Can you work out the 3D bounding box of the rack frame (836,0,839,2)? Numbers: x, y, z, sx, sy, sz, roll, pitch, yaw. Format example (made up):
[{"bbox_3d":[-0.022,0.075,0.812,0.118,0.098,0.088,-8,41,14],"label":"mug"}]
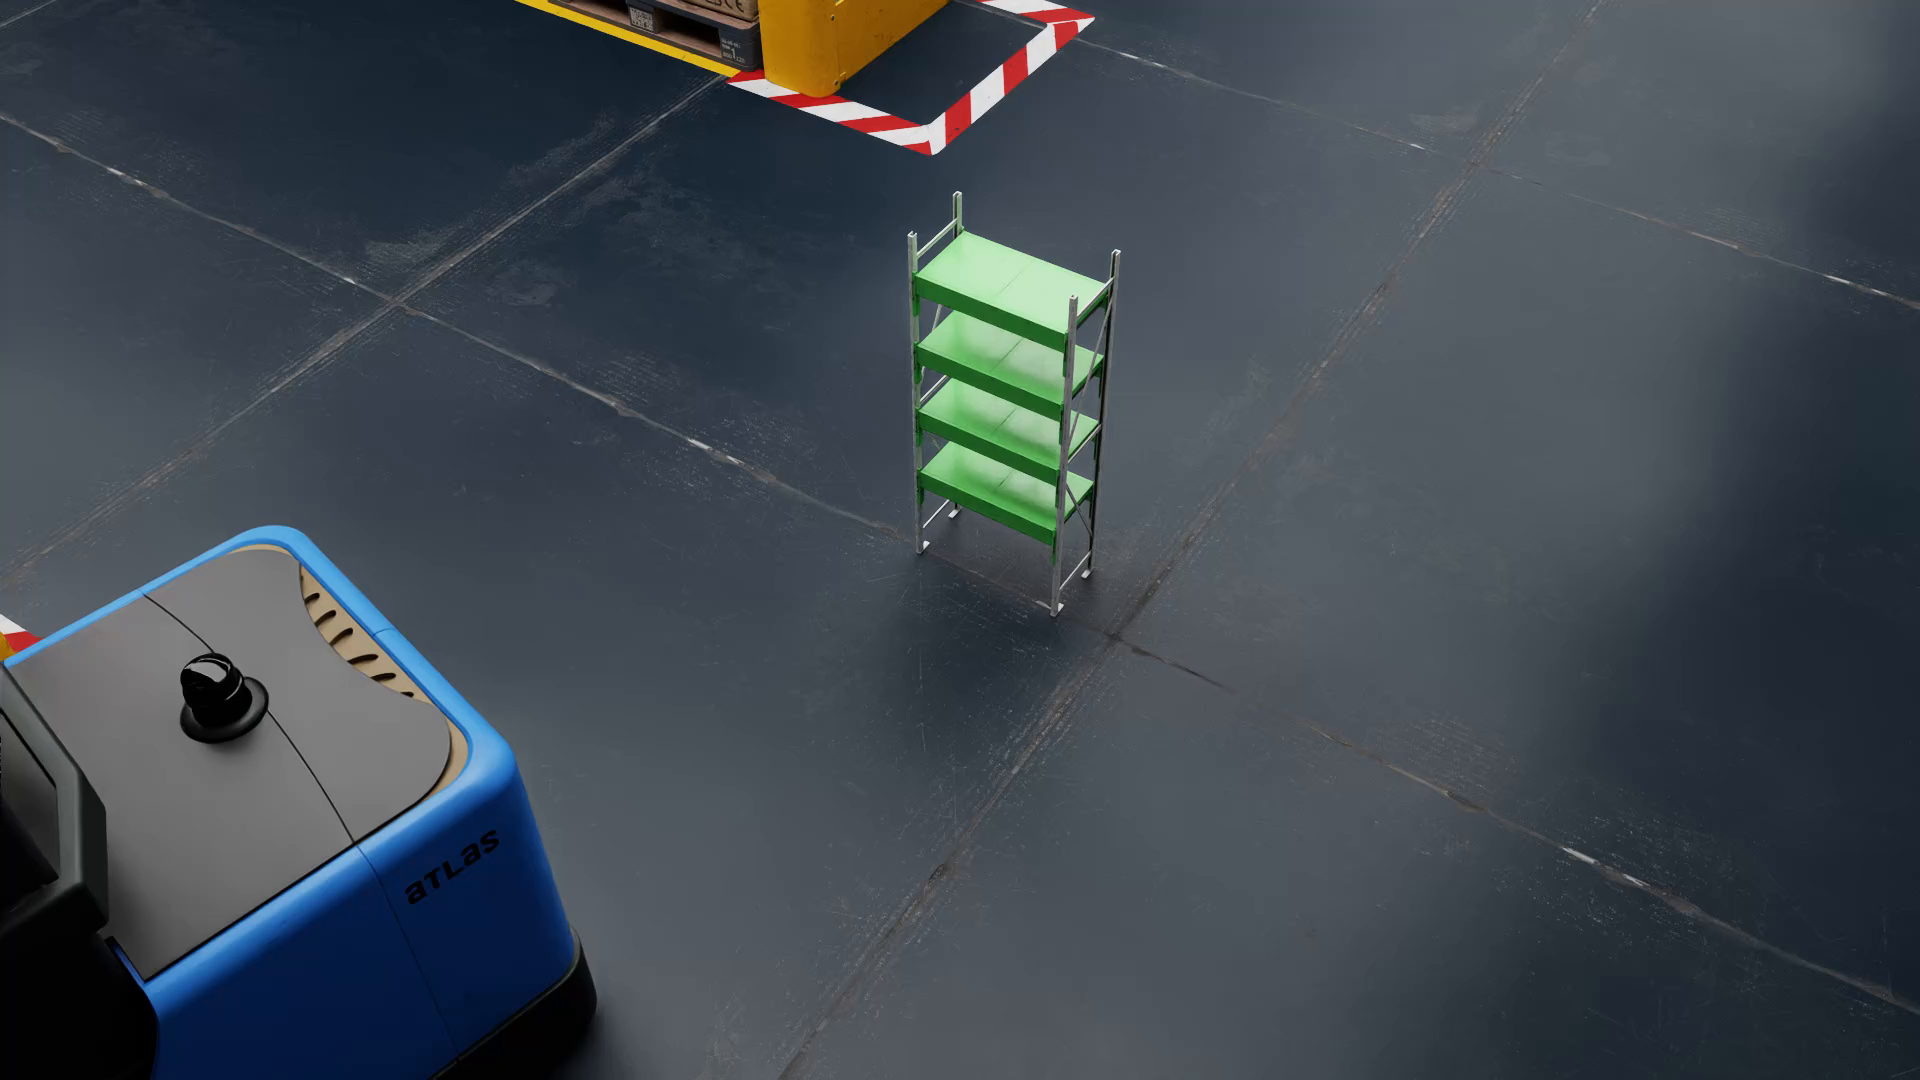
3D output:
[{"bbox_3d":[-0.430,-3.337,6.401,0.127,3.000,1.000,25,51,22],"label":"rack frame"}]

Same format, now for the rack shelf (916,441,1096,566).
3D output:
[{"bbox_3d":[0.139,-0.142,4.975,0.480,0.148,0.258,25,51,22],"label":"rack shelf"}]

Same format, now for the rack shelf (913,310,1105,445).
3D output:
[{"bbox_3d":[0.139,-0.477,4.631,0.480,0.148,0.258,25,51,22],"label":"rack shelf"}]

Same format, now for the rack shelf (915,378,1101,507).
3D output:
[{"bbox_3d":[0.139,-0.310,4.803,0.480,0.148,0.258,25,51,22],"label":"rack shelf"}]

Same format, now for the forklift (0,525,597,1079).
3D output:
[{"bbox_3d":[-2.293,0.650,2.575,3.031,2.935,1.130,-35,55,-29],"label":"forklift"}]

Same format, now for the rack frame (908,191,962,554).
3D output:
[{"bbox_3d":[-0.066,-0.449,4.849,0.015,1.200,0.240,25,51,22],"label":"rack frame"}]

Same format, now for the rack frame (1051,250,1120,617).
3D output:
[{"bbox_3d":[0.345,-0.260,4.666,0.015,1.200,0.240,25,51,22],"label":"rack frame"}]

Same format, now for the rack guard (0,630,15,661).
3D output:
[{"bbox_3d":[-3.171,0.503,4.413,0.348,0.500,1.175,25,51,22],"label":"rack guard"}]

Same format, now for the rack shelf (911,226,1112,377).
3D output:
[{"bbox_3d":[0.139,-0.644,4.459,0.480,0.148,0.258,25,51,22],"label":"rack shelf"}]

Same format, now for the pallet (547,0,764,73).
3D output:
[{"bbox_3d":[-1.146,-2.627,7.656,1.213,0.211,1.003,25,51,22],"label":"pallet"}]

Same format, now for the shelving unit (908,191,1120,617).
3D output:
[{"bbox_3d":[0.139,-0.354,4.757,0.503,1.200,0.258,25,51,22],"label":"shelving unit"}]

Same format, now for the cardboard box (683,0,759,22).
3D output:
[{"bbox_3d":[-1.040,-2.786,7.359,0.875,0.438,0.875,23,50,21],"label":"cardboard box"}]

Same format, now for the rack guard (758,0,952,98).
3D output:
[{"bbox_3d":[-0.410,-2.457,7.288,0.348,0.500,1.175,25,51,22],"label":"rack guard"}]
